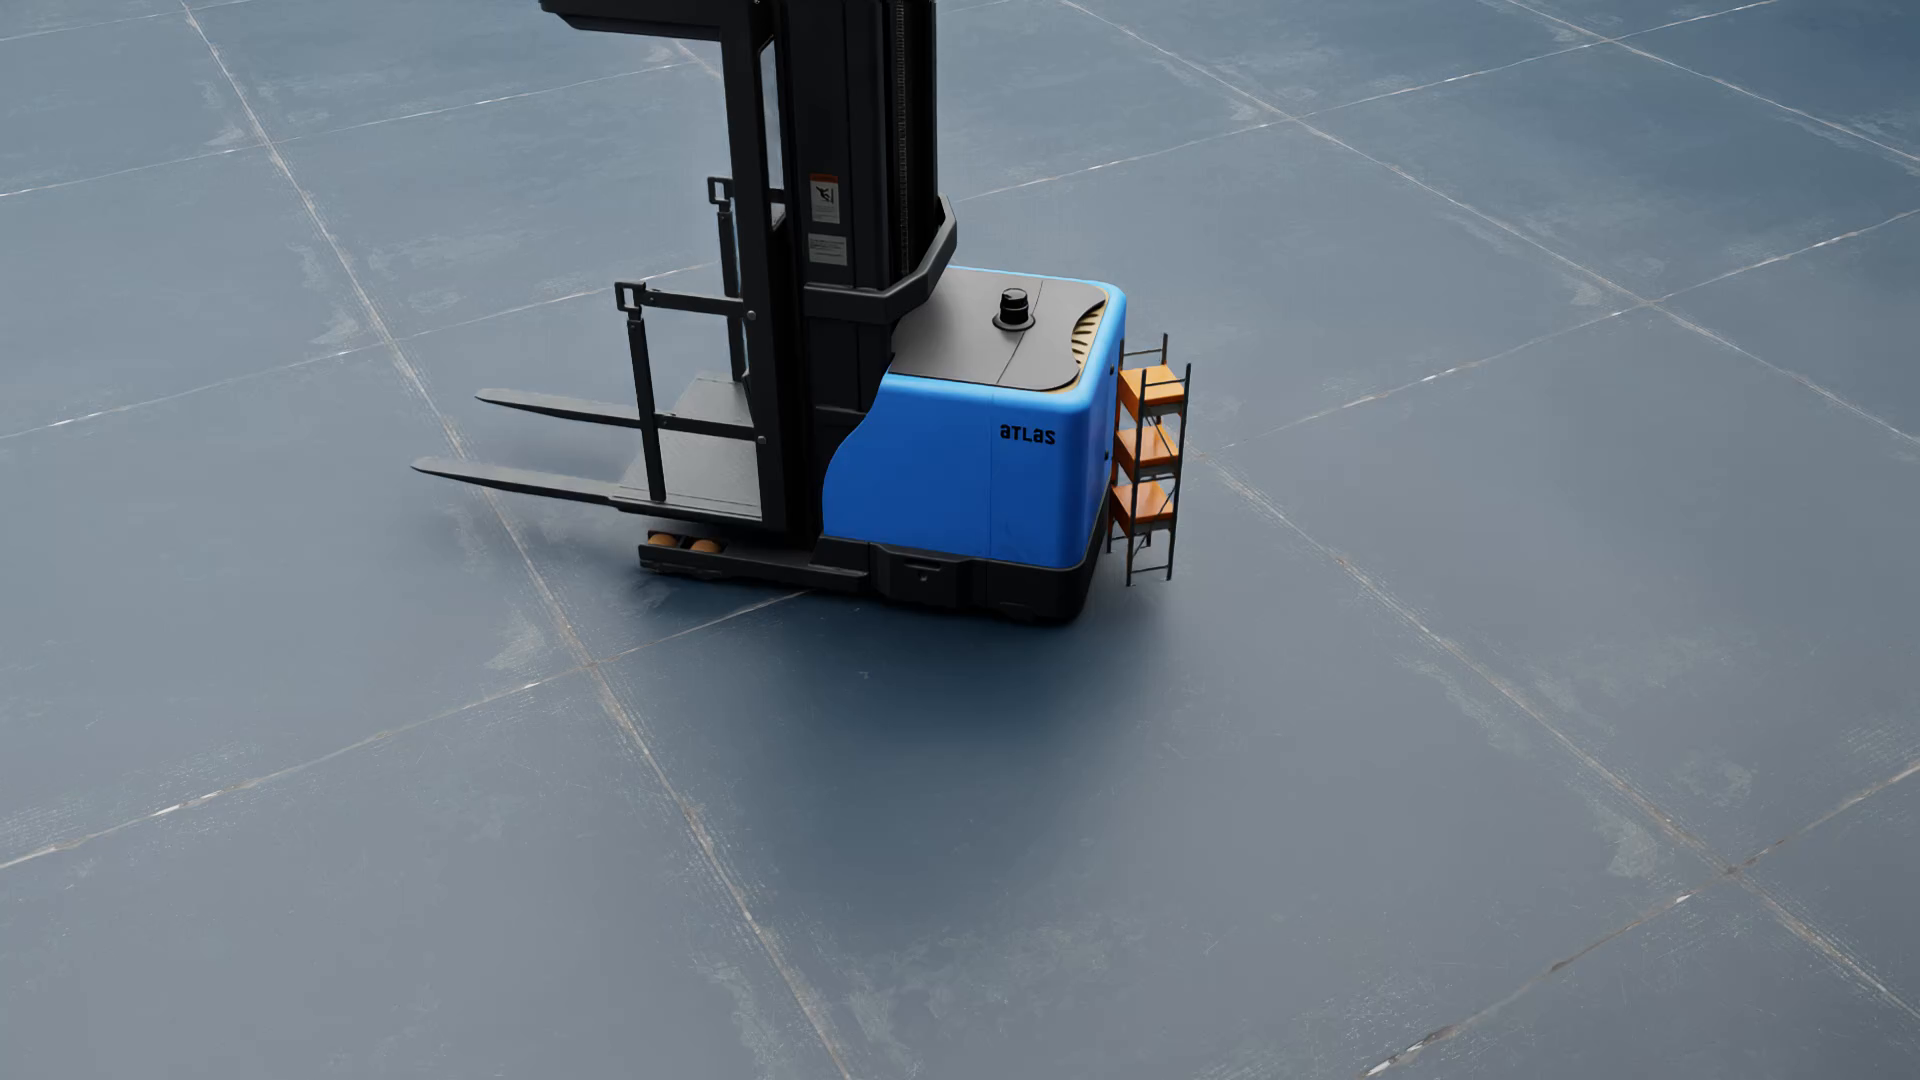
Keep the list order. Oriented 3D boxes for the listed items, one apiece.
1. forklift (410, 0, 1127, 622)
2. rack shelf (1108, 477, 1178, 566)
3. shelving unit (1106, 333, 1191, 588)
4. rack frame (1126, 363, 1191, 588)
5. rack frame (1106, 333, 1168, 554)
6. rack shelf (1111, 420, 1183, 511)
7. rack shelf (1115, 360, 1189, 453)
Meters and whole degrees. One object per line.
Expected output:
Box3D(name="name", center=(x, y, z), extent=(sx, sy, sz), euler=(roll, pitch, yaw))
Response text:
Box3D(name="forklift", center=(-0.872, -1.309, 6.557), extent=(3.031, 2.935, 1.130), euler=(8, 37, 11))
Box3D(name="rack shelf", center=(0.761, -0.079, 6.957), extent=(0.215, 0.259, 0.240), euler=(-9, 37, -12))
Box3D(name="shelving unit", center=(0.761, -0.312, 6.787), extent=(0.215, 1.050, 0.252), euler=(-9, 37, -12))
Box3D(name="rack frame", center=(0.793, -0.242, 6.692), extent=(0.200, 1.050, 0.008), euler=(-9, 37, -12))
Box3D(name="rack frame", center=(0.728, -0.381, 6.882), extent=(0.200, 1.050, 0.008), euler=(-9, 37, -12))
Box3D(name="rack shelf", center=(0.761, -0.303, 6.793), extent=(0.215, 0.259, 0.240), euler=(-9, 37, -12))
Box3D(name="rack shelf", center=(0.761, -0.532, 6.625), extent=(0.215, 0.259, 0.240), euler=(-9, 37, -12))
